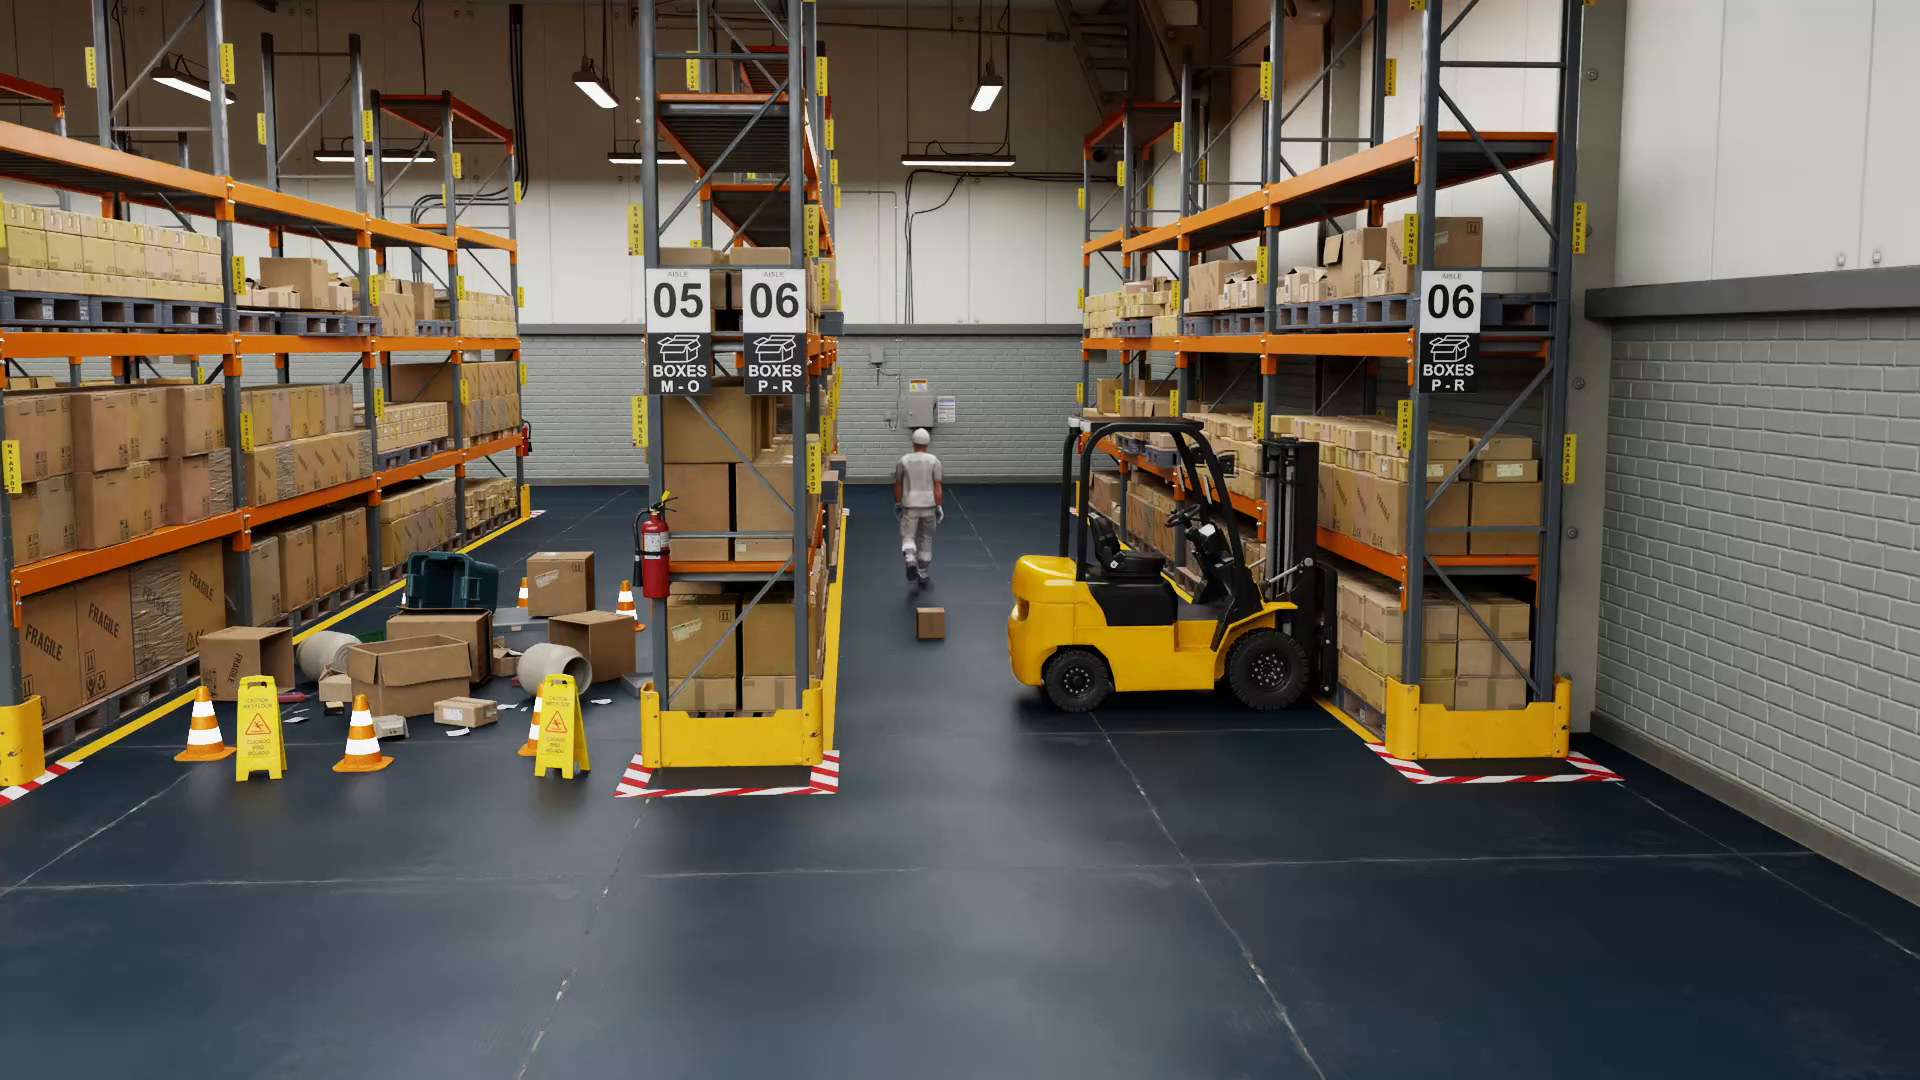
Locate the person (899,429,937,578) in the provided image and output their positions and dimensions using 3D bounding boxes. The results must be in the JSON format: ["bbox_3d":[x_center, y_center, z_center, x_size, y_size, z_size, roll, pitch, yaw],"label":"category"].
[{"bbox_3d":[-10.910,1.715,1.176,21.767,1.785,35.515,0,7,-1],"label":"person"}]
